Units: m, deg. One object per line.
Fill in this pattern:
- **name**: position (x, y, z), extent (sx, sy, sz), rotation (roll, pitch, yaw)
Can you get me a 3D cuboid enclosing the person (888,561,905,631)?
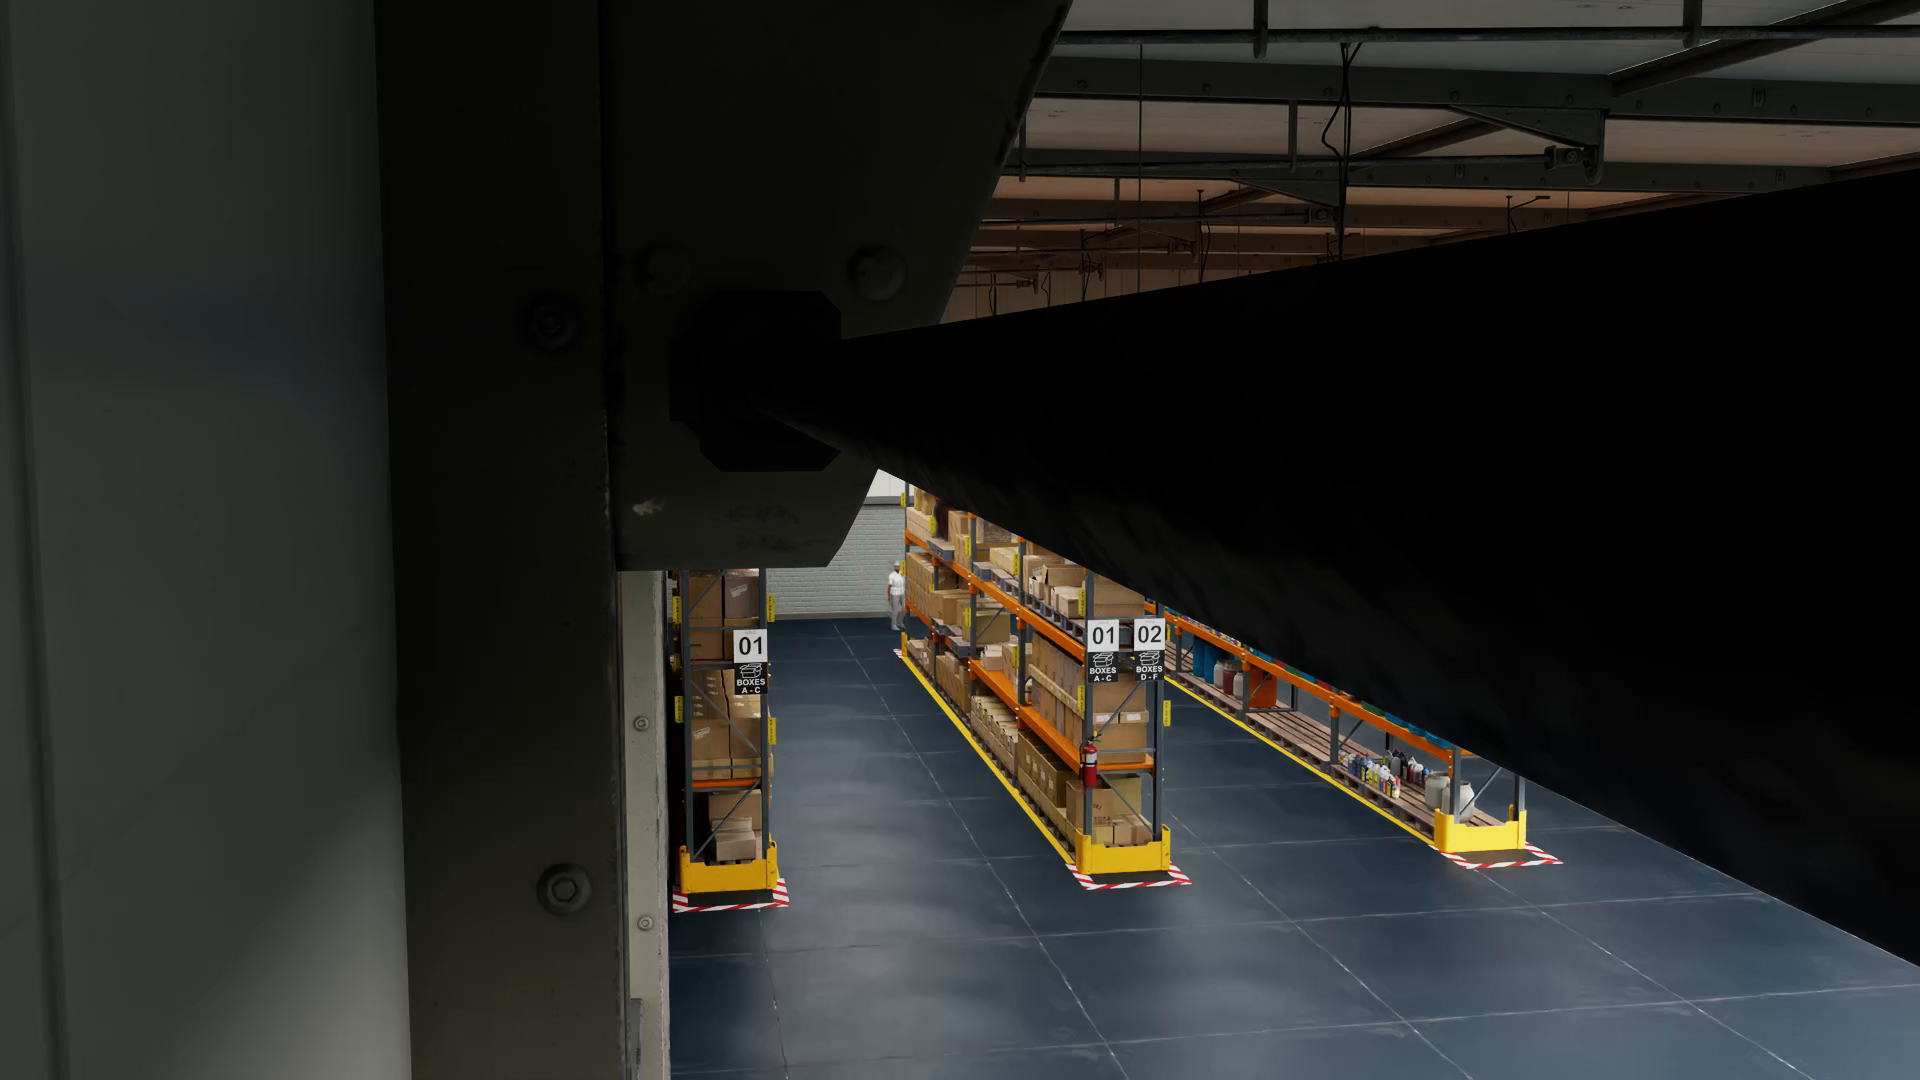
- **person**: position (-1.492, 1.332, 40.171), extent (0.590, 1.698, 0.401), rotation (-6, 8, -43)
